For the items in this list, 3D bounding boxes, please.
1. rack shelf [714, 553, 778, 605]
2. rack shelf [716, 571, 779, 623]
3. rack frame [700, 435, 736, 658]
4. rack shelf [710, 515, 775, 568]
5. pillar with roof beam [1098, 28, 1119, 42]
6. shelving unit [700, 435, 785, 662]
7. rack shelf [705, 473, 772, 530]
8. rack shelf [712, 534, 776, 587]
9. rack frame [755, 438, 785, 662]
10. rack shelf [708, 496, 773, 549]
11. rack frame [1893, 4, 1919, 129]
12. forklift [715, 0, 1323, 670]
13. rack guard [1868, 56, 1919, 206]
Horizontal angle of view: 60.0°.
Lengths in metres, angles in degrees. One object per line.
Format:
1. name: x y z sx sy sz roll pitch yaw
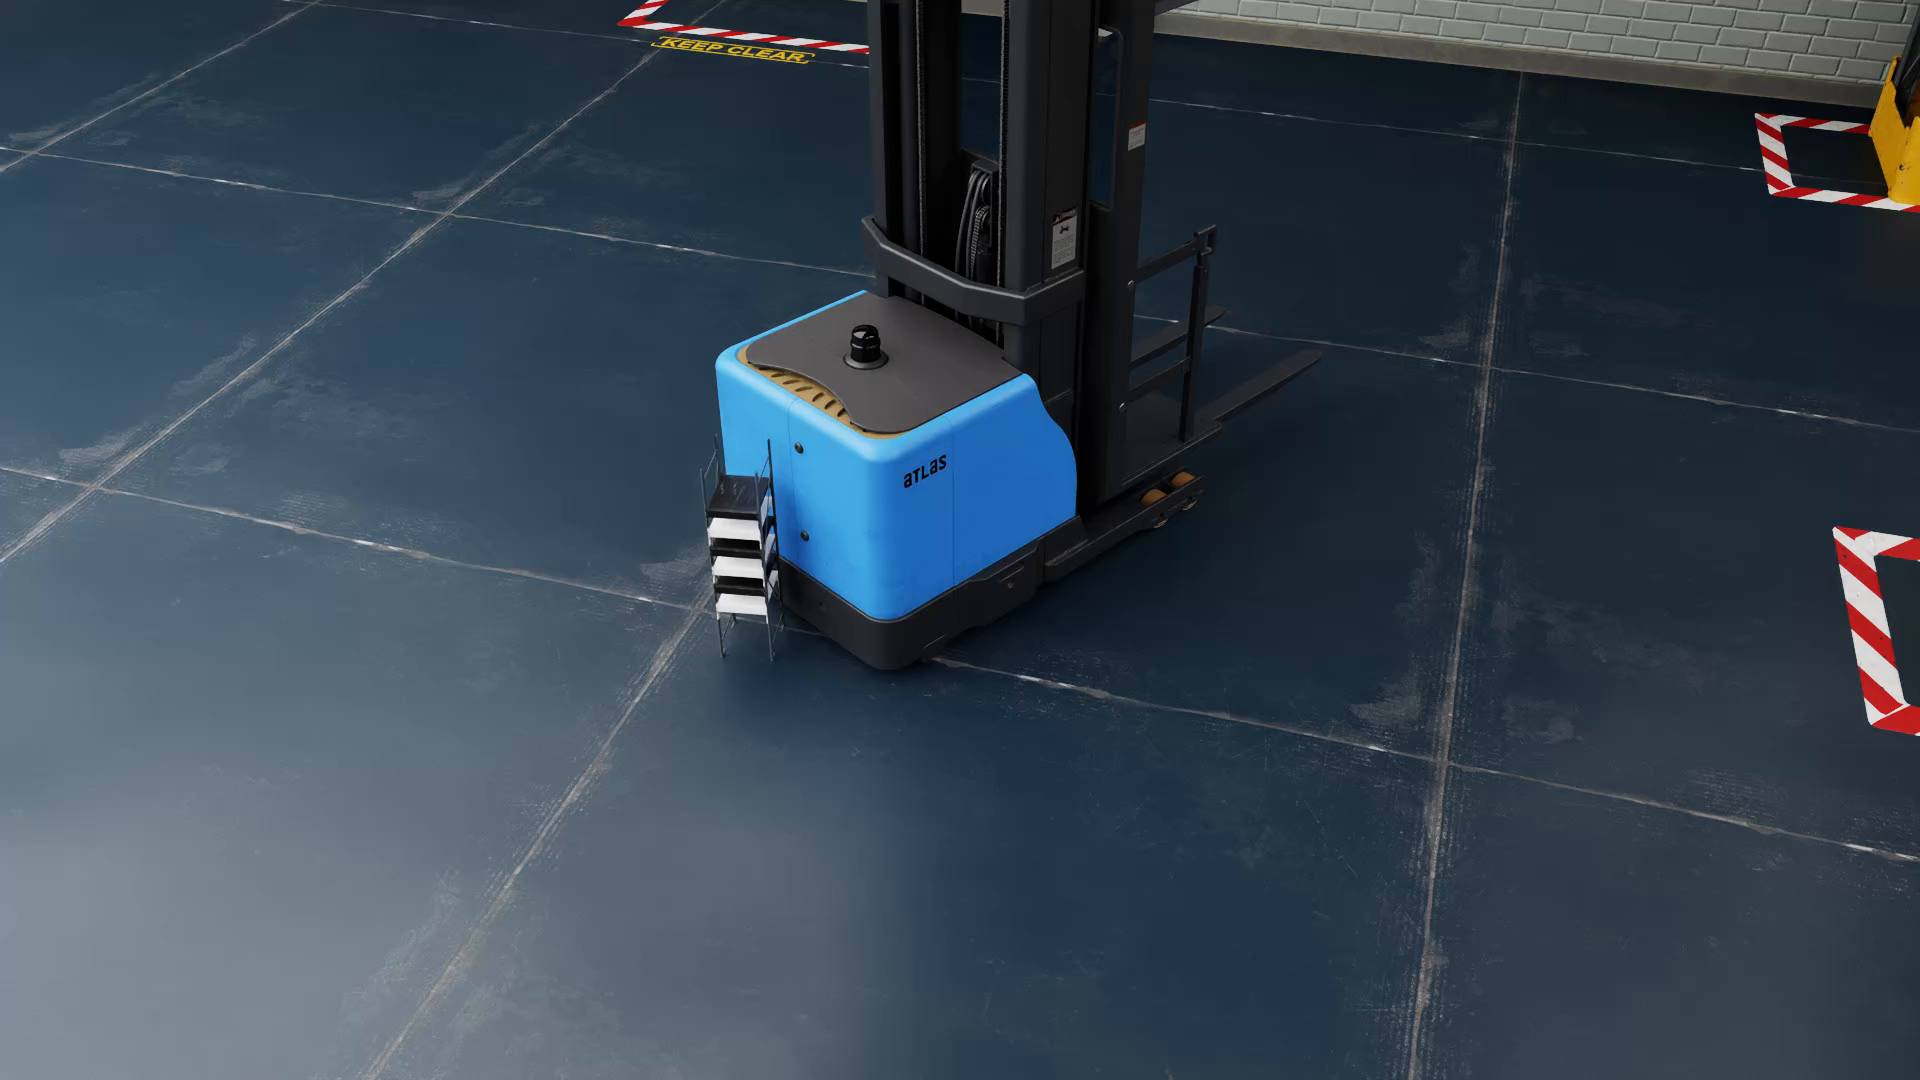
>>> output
1. rack shelf: -0.833 0.142 6.506 0.200 0.077 0.258 4 37 5
2. rack shelf: -0.833 0.214 6.560 0.200 0.077 0.258 4 37 5
3. rack frame: -0.934 0.035 6.443 0.006 0.900 0.240 4 37 5
4. rack shelf: -0.833 -0.003 6.400 0.200 0.077 0.258 4 37 5
5. pillar with roof beam: -0.215 -4.963 6.401 0.400 9.000 9.100 10 38 14
6. shelving unit: -0.833 0.042 6.433 0.210 0.900 0.258 4 37 5
7. rack shelf: -0.833 -0.148 6.293 0.200 0.077 0.258 4 37 5
8. rack shelf: -0.833 0.069 6.453 0.200 0.077 0.258 4 37 5
9. rack frame: -0.732 0.050 6.423 0.006 0.900 0.240 4 37 5
10. rack shelf: -0.833 -0.076 6.346 0.200 0.077 0.258 4 37 5
11. rack frame: 5.870 -3.556 9.551 0.127 3.000 1.000 10 38 14
12. forklift: 0.450 -1.435 6.727 3.031 2.935 1.130 -30 46 -34
13. rack guard: 5.943 -2.536 10.274 0.348 0.500 1.175 10 38 14
